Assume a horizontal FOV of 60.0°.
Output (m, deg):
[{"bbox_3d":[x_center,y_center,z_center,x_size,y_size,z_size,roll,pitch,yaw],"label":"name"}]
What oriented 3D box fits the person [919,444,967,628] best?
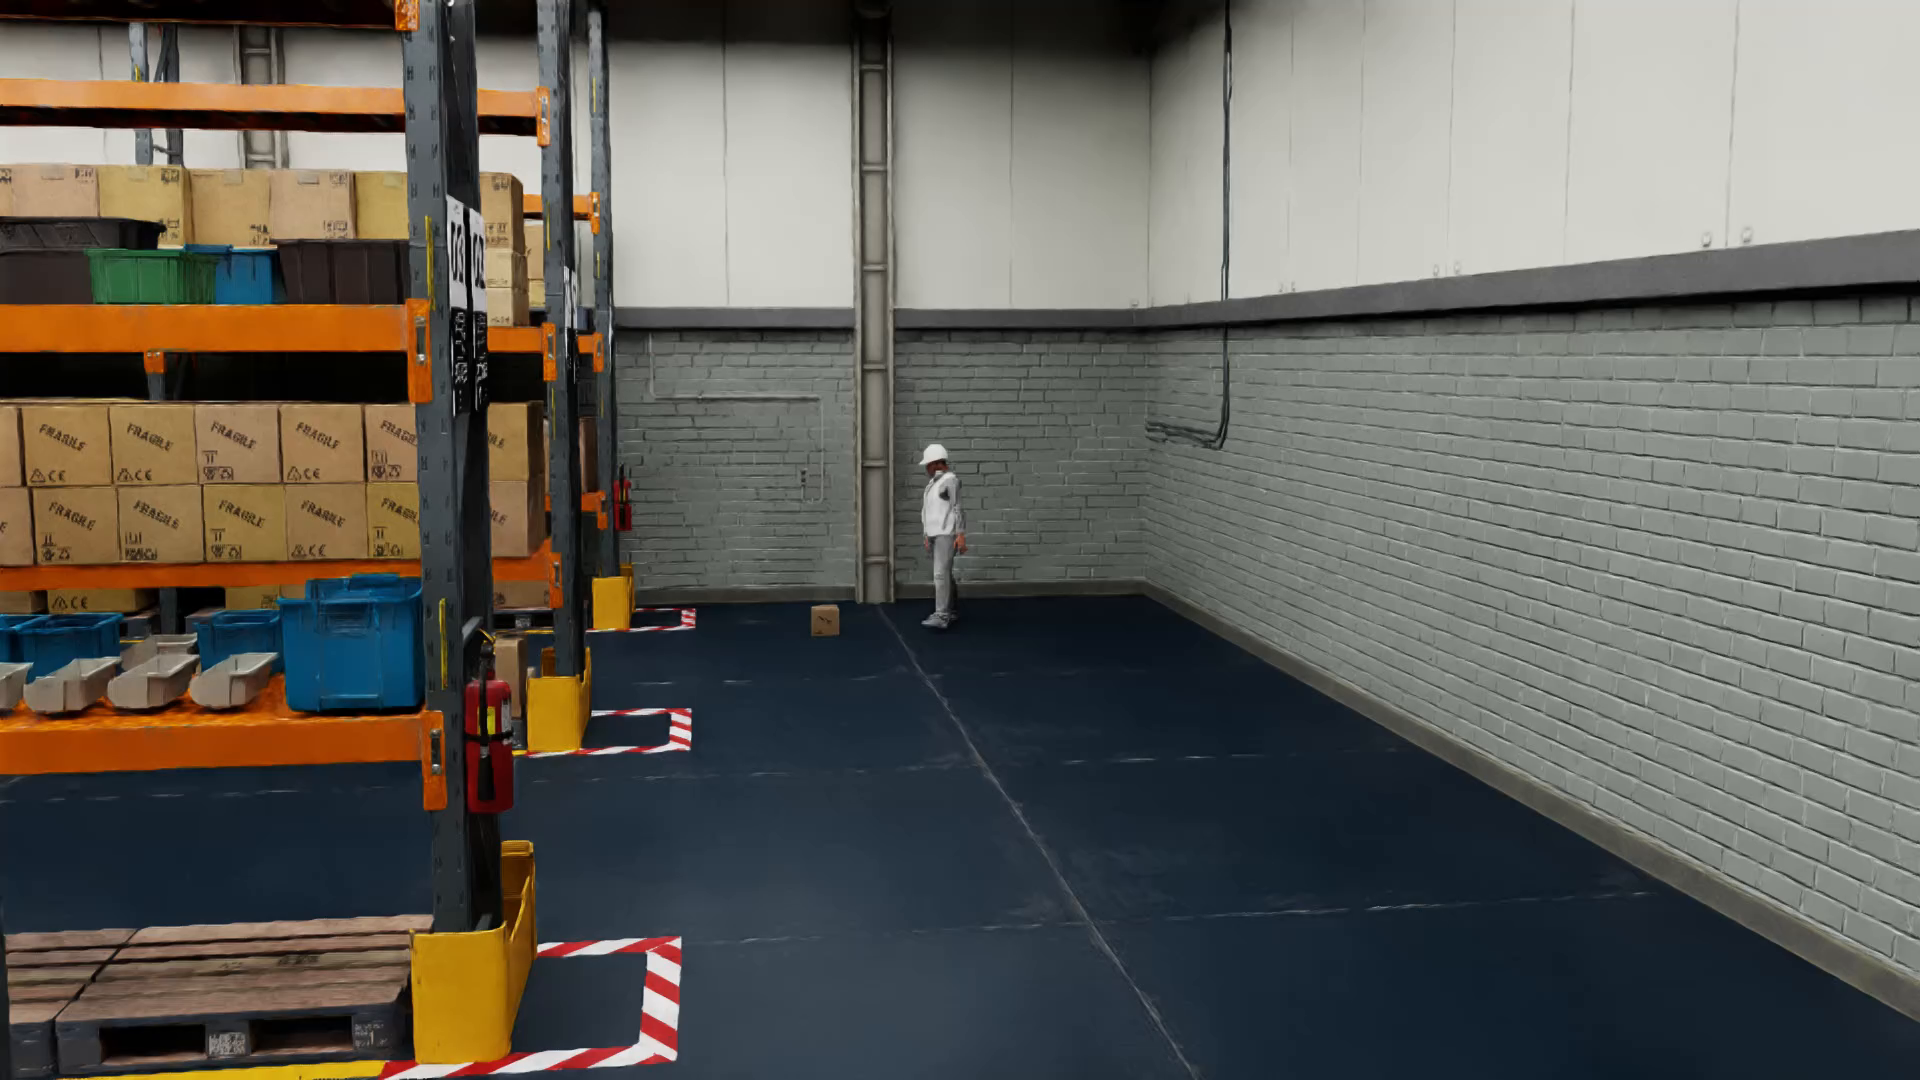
[{"bbox_3d":[-0.190,-0.045,15.950,0.642,1.749,0.750,-3,7,-22],"label":"person"}]
